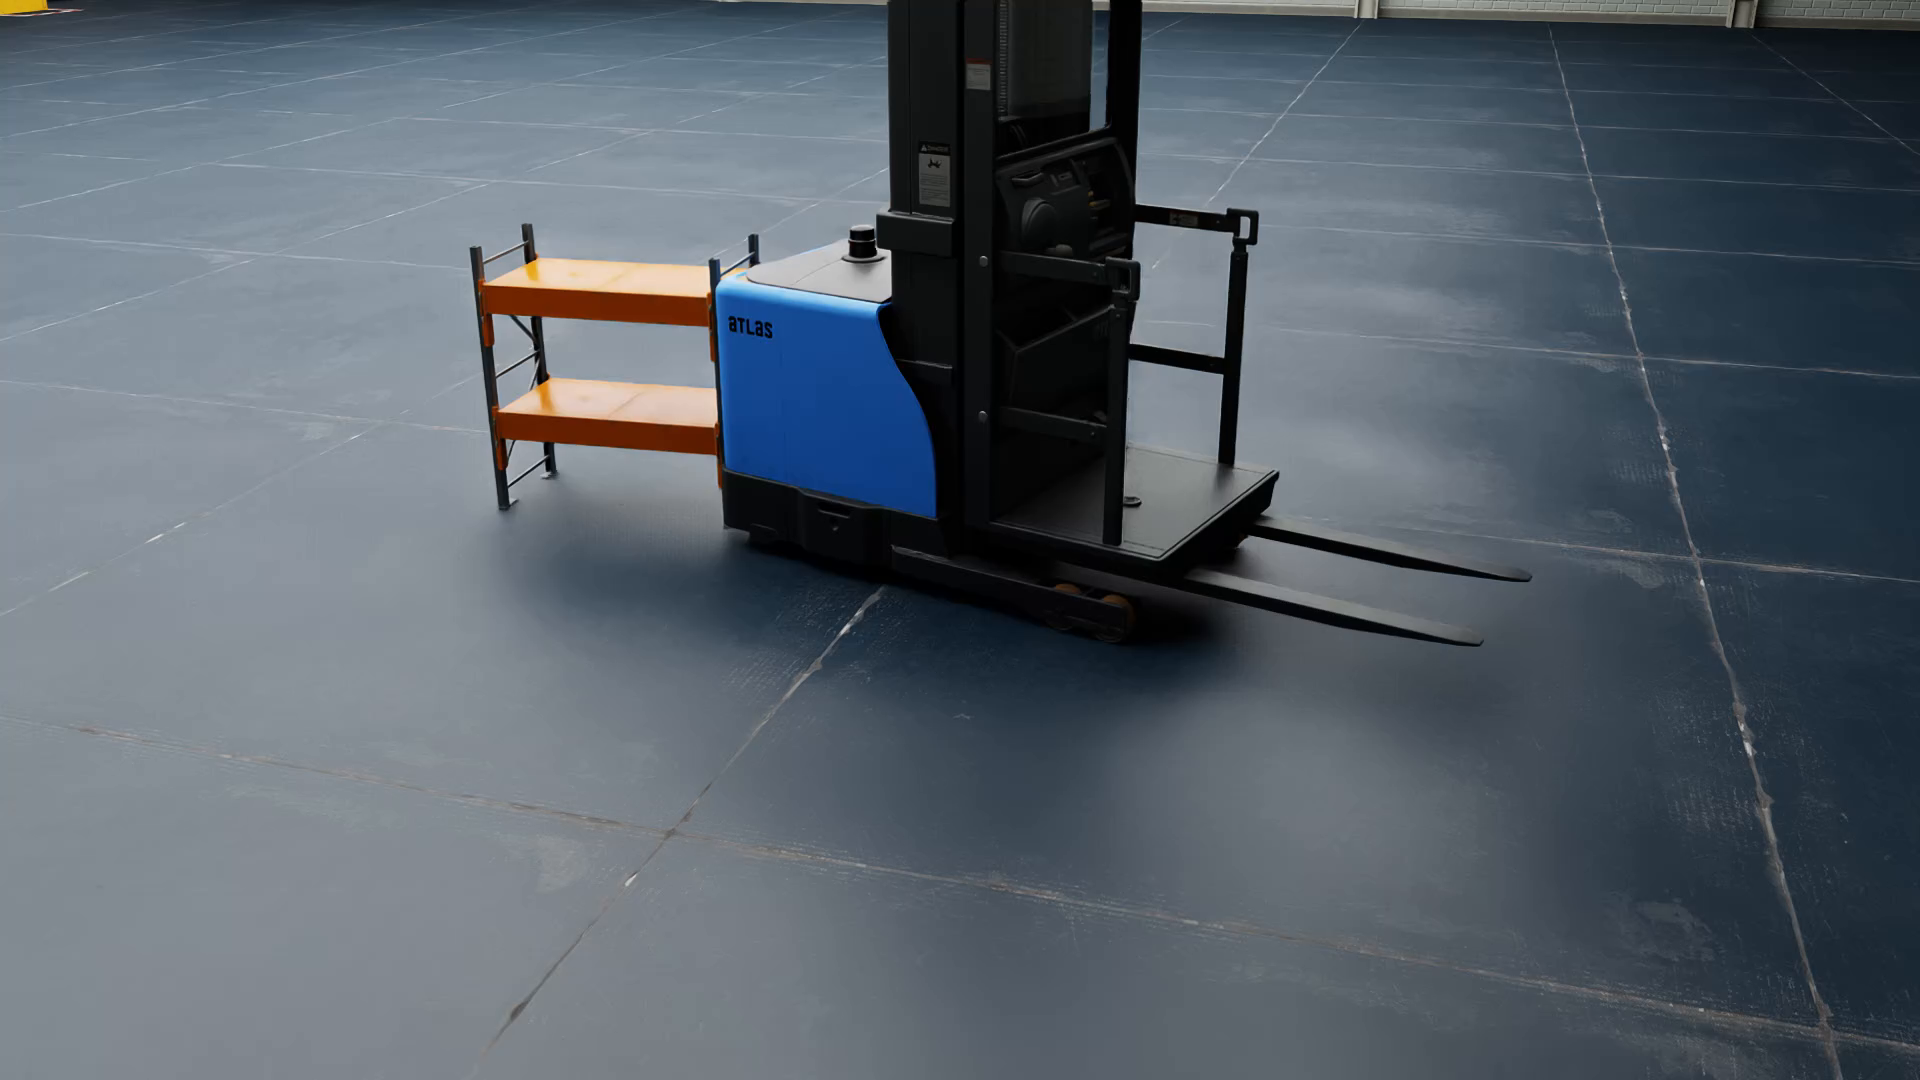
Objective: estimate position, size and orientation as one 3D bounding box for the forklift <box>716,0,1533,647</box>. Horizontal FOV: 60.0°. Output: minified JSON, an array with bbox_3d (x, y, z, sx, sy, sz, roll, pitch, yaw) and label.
[{"bbox_3d":[0.565,-1.222,5.886,3.031,2.935,1.130,13,26,29],"label":"forklift"}]

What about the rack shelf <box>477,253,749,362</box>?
[{"bbox_3d":[-1.404,-0.974,6.891,1.000,0.278,0.538,5,23,12],"label":"rack shelf"}]

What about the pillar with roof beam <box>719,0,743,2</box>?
[{"bbox_3d":[-5.665,-13.006,26.619,0.400,9.000,9.100,7,23,16],"label":"pillar with roof beam"}]

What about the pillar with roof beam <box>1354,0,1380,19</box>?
[{"bbox_3d":[5.823,-11.690,23.412,0.400,9.000,9.100,7,23,16],"label":"pillar with roof beam"}]

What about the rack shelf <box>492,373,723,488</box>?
[{"bbox_3d":[-1.404,-0.477,7.094,1.000,0.278,0.538,5,23,12],"label":"rack shelf"}]

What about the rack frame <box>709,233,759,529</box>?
[{"bbox_3d":[-0.908,-0.660,6.898,0.032,1.125,0.500,5,23,12],"label":"rack frame"}]

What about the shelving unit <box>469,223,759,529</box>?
[{"bbox_3d":[-1.404,-0.703,7.002,1.048,1.125,0.538,5,23,12],"label":"shelving unit"}]

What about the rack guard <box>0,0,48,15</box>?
[{"bbox_3d":[-17.007,-9.754,29.890,0.348,0.500,1.175,7,23,16],"label":"rack guard"}]

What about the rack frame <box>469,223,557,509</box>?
[{"bbox_3d":[-1.900,-0.746,7.105,0.032,1.125,0.500,5,23,12],"label":"rack frame"}]

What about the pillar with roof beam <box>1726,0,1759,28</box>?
[{"bbox_3d":[11.567,-11.032,21.808,0.400,9.000,9.100,7,23,16],"label":"pillar with roof beam"}]
